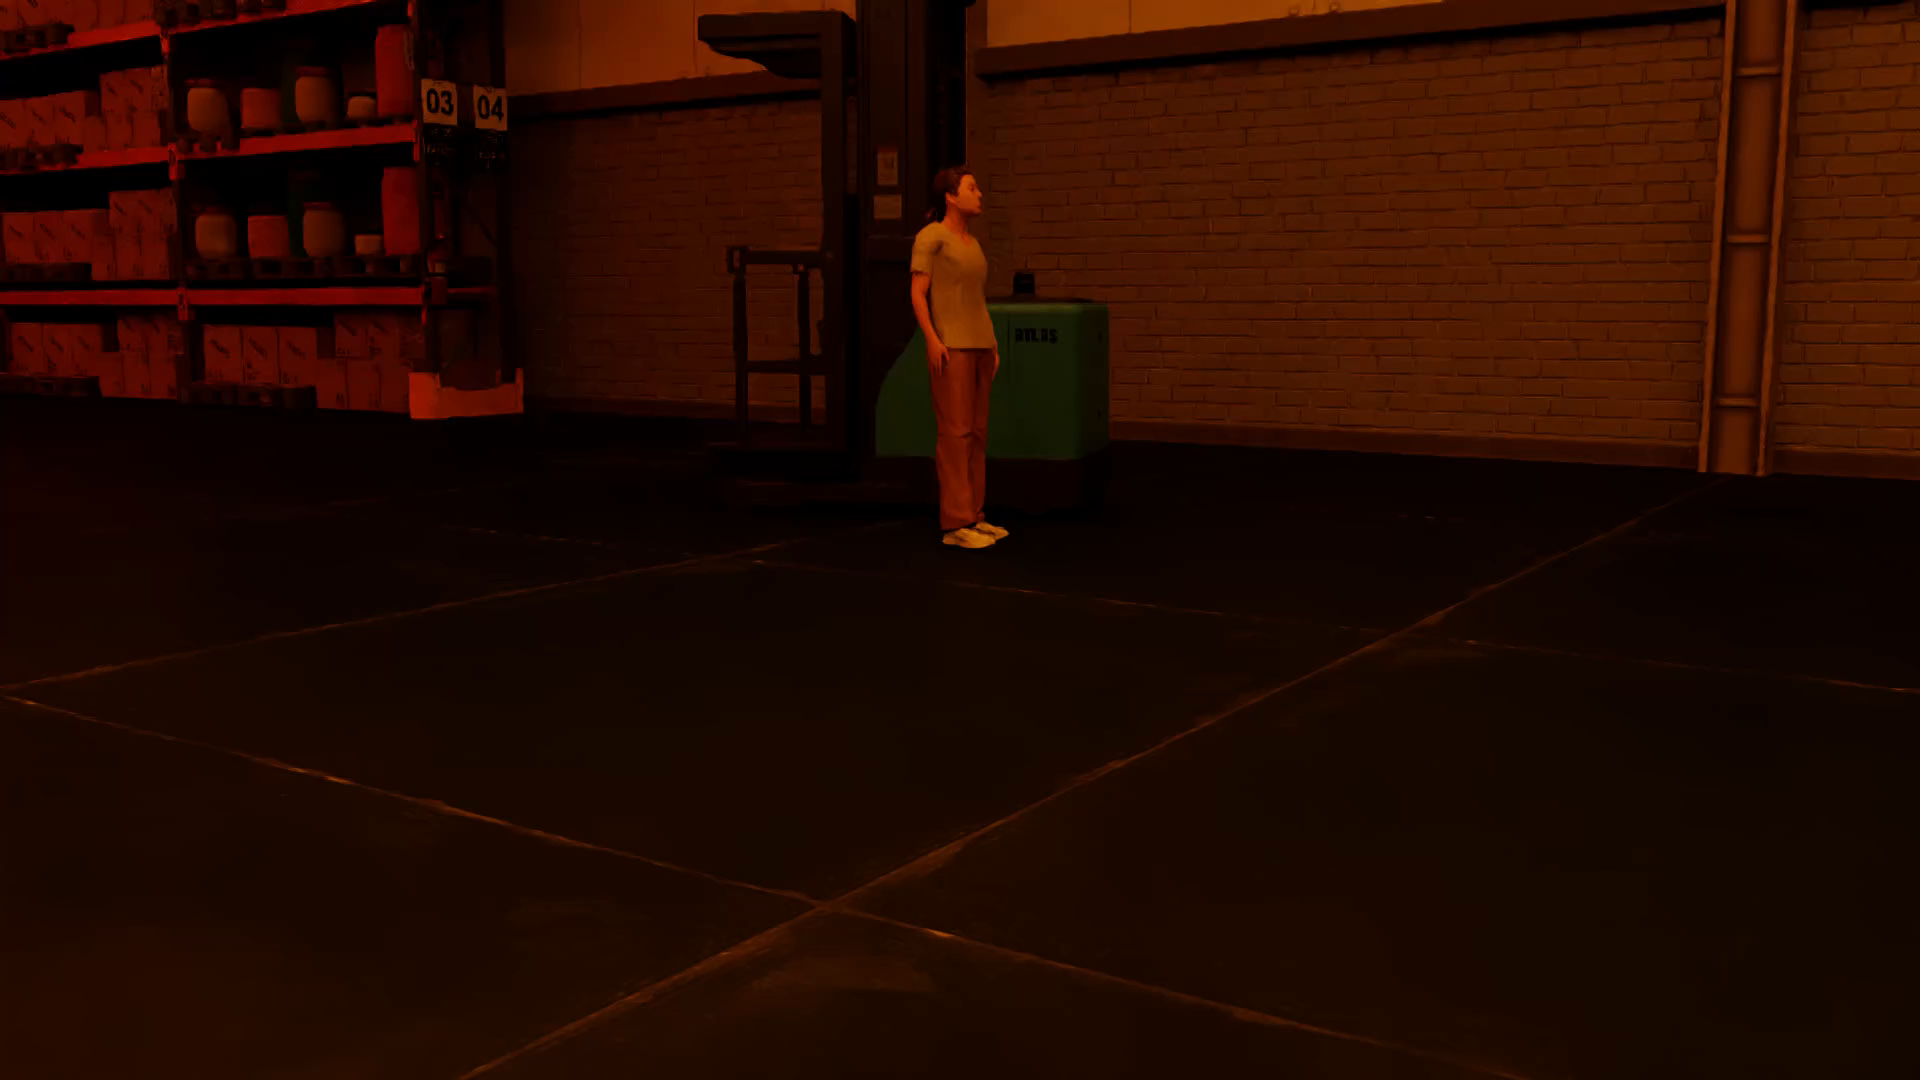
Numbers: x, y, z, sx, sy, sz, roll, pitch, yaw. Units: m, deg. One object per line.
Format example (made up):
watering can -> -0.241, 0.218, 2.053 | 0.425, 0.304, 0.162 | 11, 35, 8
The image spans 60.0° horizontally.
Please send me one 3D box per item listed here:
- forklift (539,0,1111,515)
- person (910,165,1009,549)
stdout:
forklift -> -0.750, -1.659, 8.863 | 3.031, 2.935, 1.130 | 2, 8, 14
person -> 0.055, -0.829, 7.435 | 0.548, 1.674, 0.554 | 5, 10, 34
